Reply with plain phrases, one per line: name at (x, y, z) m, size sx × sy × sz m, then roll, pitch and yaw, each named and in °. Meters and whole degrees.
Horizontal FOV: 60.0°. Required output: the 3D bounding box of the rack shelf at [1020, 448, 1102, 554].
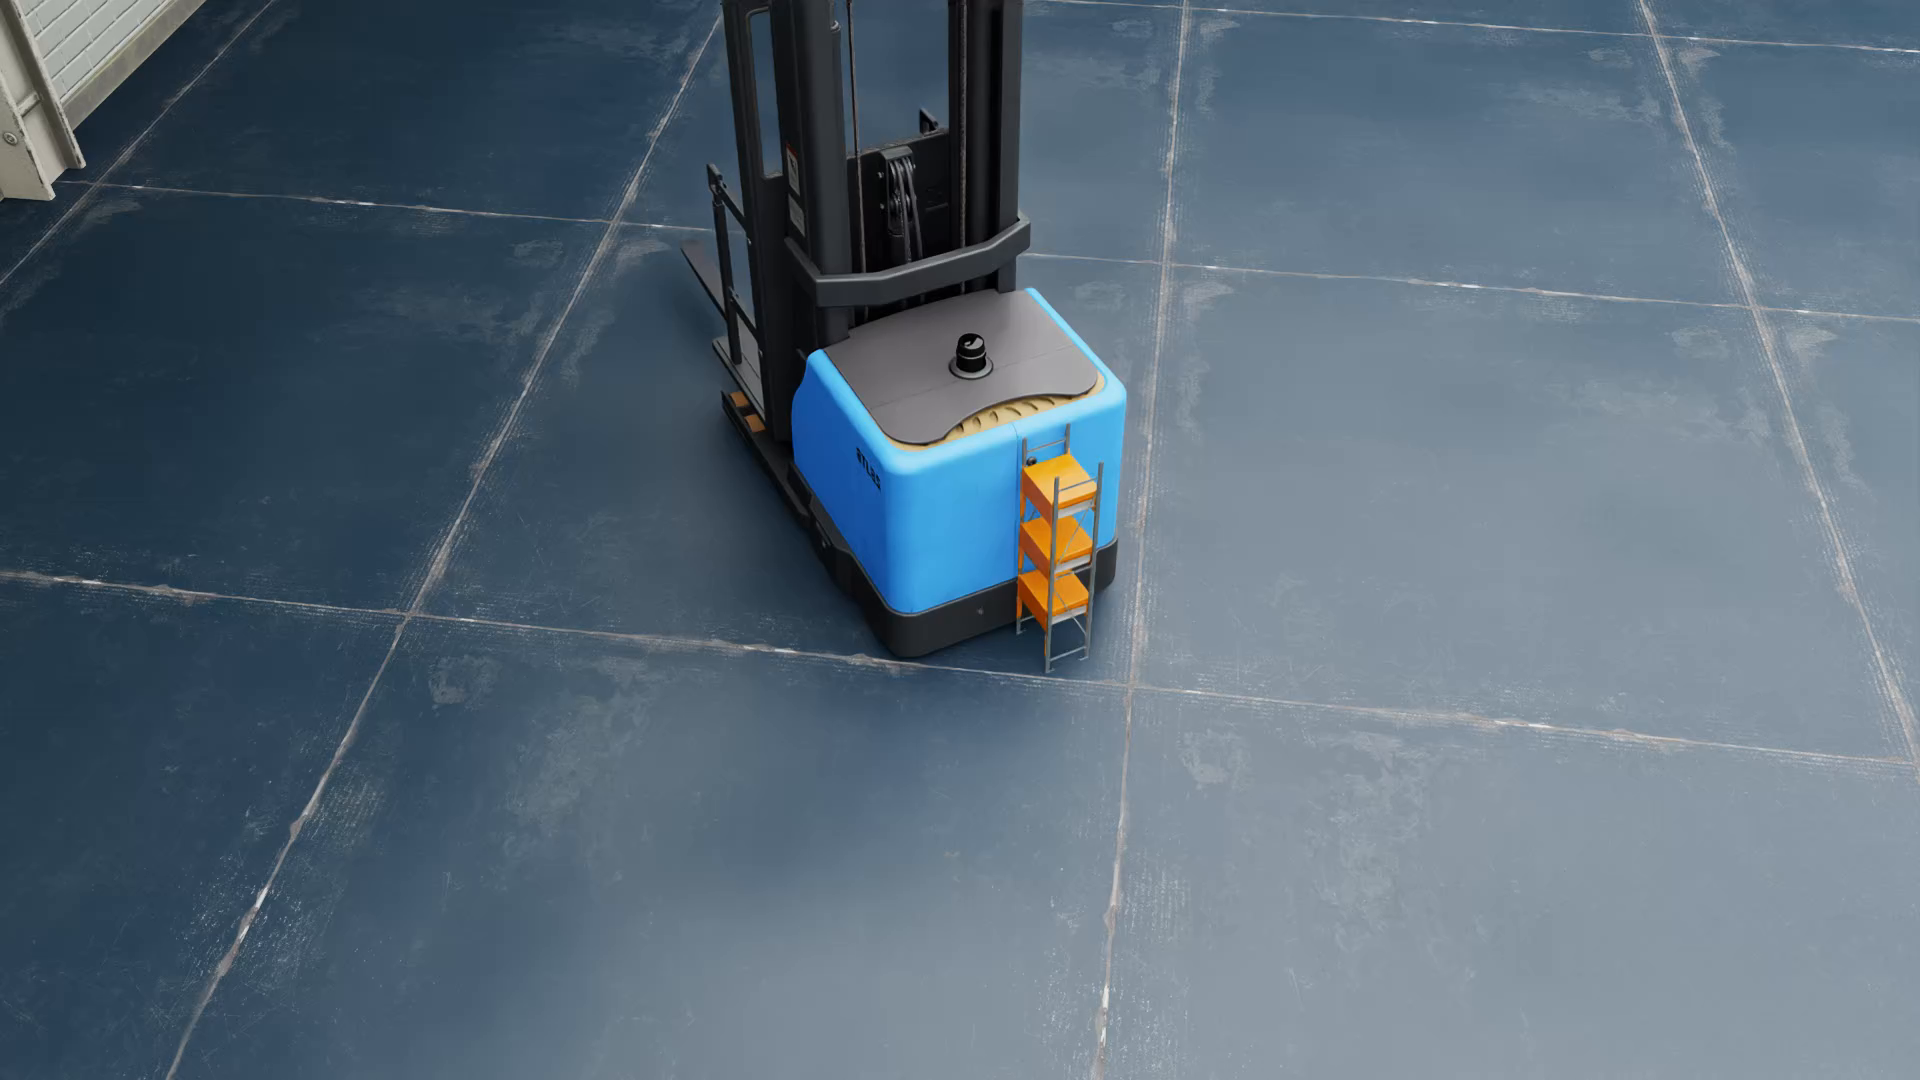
rack shelf at (0.375, -0.146, 6.244) m, size 0.215 × 0.259 × 0.240 m, roll -19°, pitch 47°, yaw -19°

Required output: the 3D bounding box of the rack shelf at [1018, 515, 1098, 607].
rack shelf at (0.375, 0.060, 6.439) m, size 0.215 × 0.259 × 0.240 m, roll -19°, pitch 47°, yaw -19°

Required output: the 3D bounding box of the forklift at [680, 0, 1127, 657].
forklift at (-0.459, -1.609, 6.817) m, size 1.130 × 2.935 × 3.031 m, roll -19°, pitch 47°, yaw -19°

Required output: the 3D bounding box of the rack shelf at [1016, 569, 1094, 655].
rack shelf at (0.375, 0.261, 6.630) m, size 0.215 × 0.259 × 0.240 m, roll -19°, pitch 47°, yaw -19°

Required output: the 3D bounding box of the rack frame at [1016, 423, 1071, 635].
rack frame at (0.321, -0.023, 6.511) m, size 0.200 × 1.050 × 0.008 m, roll -19°, pitch 47°, yaw -19°

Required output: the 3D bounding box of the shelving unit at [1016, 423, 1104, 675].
shelving unit at (0.375, 0.052, 6.432) m, size 0.215 × 1.050 × 0.252 m, roll -19°, pitch 47°, yaw -19°

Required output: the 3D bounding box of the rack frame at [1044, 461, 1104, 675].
rack frame at (0.430, 0.127, 6.352) m, size 0.200 × 1.050 × 0.008 m, roll -19°, pitch 47°, yaw -19°

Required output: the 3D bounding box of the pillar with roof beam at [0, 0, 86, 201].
pillar with roof beam at (-0.914, -4.912, 5.892) m, size 9.100 × 9.000 × 0.400 m, roll 5°, pitch 44°, yaw 6°
